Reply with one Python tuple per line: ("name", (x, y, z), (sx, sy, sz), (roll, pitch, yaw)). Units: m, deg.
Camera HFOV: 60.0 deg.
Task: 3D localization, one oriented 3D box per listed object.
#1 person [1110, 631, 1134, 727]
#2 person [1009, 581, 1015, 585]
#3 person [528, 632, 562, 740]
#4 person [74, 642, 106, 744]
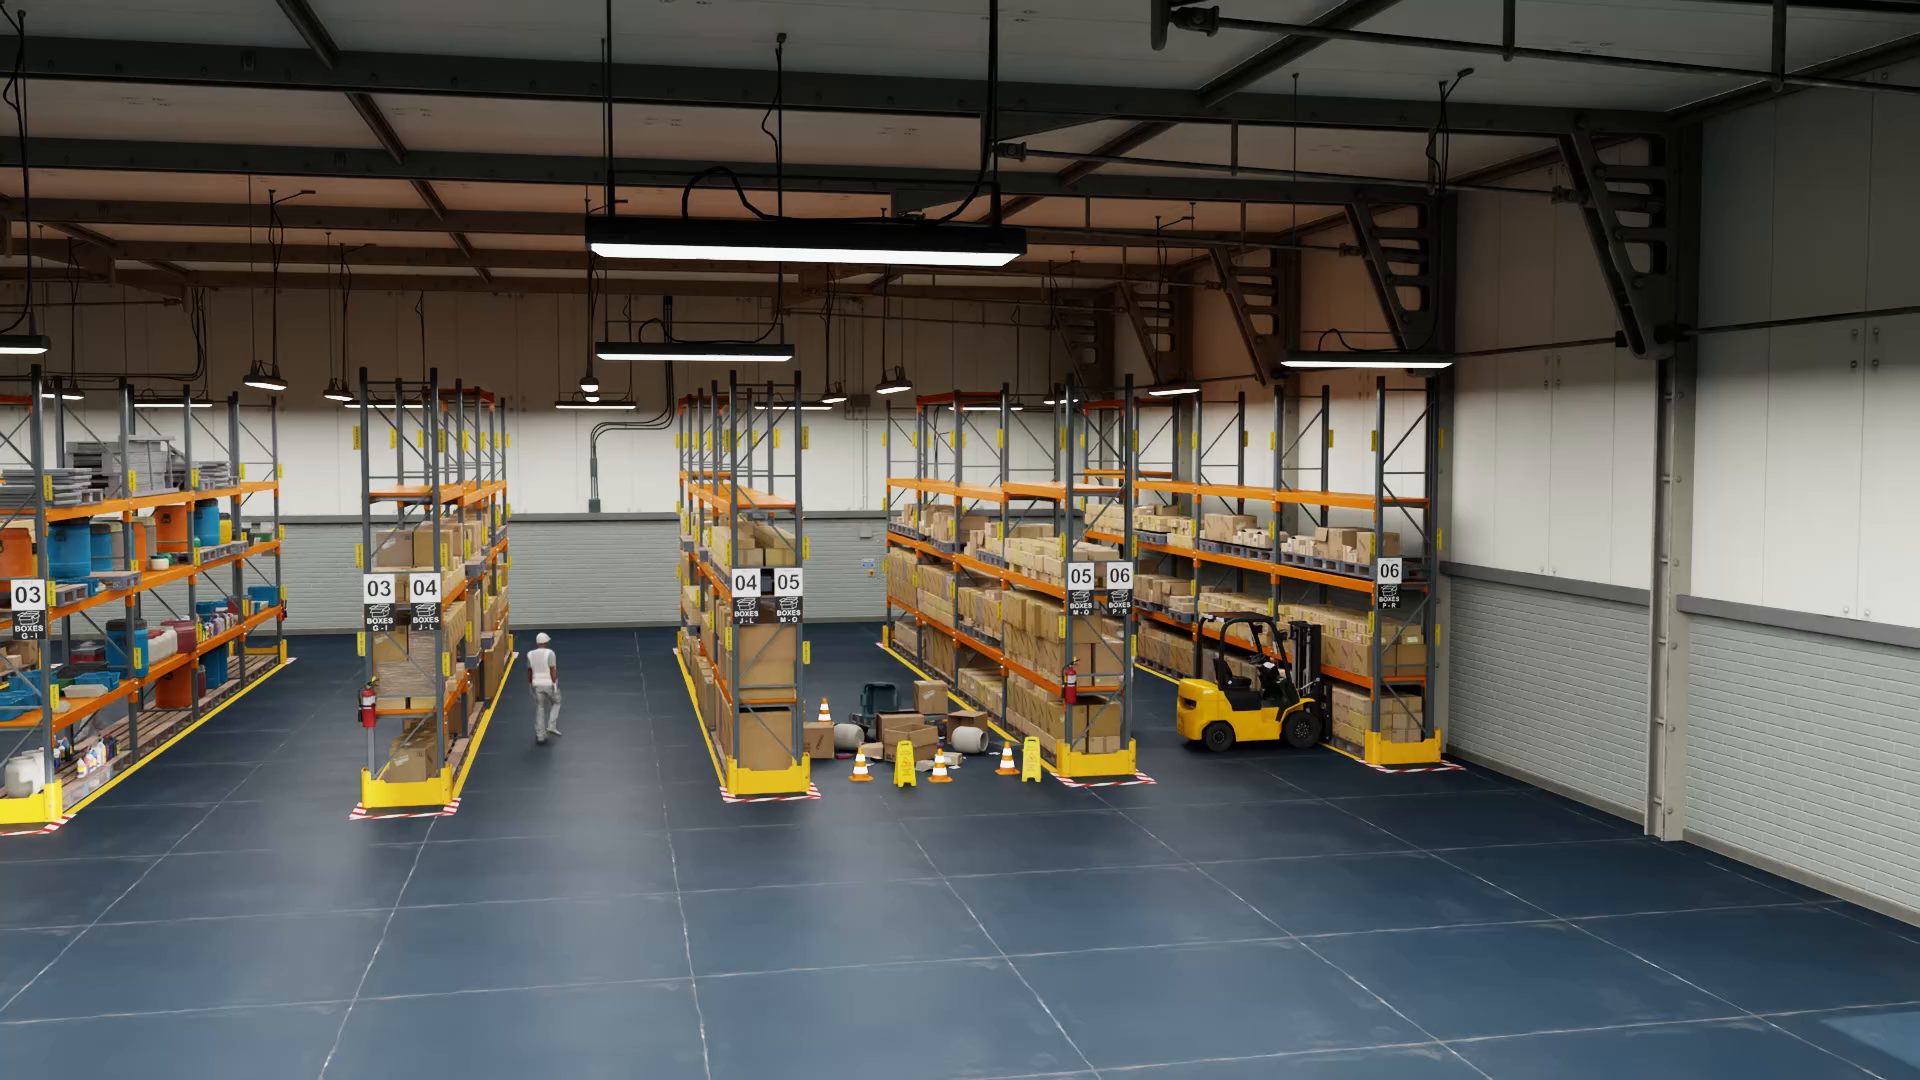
("person", (2.844, 2.457, 29.071), (0.462, 1.717, 0.684), (-1, 4, -14))
("person", (1.208, 1.697, 41.140), (0.689, 1.724, 0.580), (0, 3, -1))
("person", (-6.997, 2.444, 27.899), (0.552, 1.775, 0.518), (0, 3, 2))
("person", (-14.463, 2.524, 27.602), (0.523, 1.664, 1.146), (0, 3, 2))
